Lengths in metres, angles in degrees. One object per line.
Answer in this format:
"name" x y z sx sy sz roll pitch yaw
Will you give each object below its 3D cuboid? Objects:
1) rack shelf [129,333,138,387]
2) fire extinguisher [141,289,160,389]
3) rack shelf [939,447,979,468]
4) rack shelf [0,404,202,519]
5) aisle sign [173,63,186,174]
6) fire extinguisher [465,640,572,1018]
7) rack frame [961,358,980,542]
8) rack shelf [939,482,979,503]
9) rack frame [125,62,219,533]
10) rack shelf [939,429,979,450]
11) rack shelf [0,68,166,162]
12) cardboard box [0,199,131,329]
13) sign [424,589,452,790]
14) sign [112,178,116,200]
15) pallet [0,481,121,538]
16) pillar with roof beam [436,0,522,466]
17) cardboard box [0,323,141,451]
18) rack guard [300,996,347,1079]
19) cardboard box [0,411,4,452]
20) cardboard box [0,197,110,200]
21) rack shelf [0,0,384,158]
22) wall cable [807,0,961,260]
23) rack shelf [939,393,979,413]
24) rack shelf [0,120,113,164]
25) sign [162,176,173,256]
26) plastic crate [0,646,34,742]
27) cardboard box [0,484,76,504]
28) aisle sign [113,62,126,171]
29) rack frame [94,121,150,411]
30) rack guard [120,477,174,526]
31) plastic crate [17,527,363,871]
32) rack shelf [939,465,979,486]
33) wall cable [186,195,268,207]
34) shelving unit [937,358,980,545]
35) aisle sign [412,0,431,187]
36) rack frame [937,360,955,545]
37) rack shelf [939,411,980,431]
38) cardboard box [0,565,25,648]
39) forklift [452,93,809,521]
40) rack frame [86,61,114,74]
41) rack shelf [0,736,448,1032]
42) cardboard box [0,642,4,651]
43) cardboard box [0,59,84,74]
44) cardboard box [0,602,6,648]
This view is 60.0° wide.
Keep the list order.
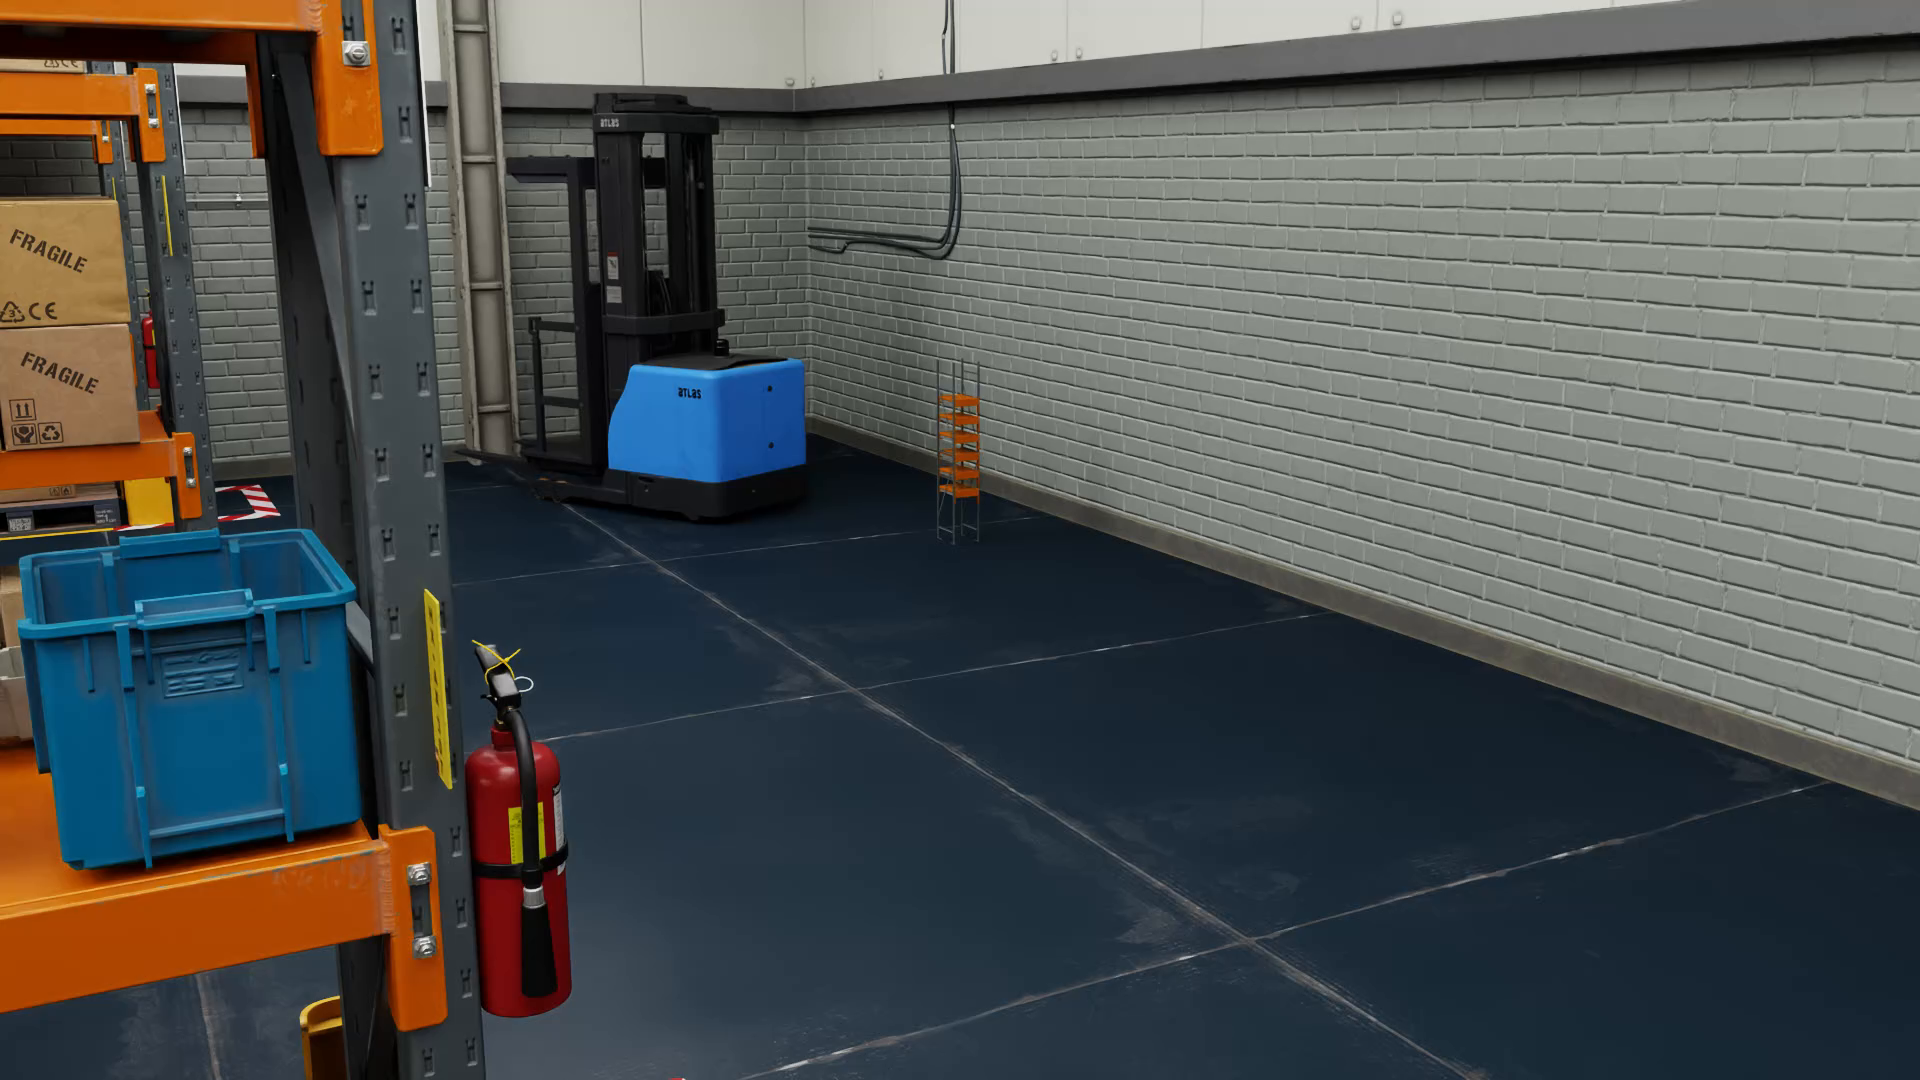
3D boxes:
"rack shelf" -7.657 -1.122 10.901 4.000 0.370 1.077 -7 14 -28
"fire extinguisher" -5.548 -1.391 11.482 0.183 0.674 0.296 -7 14 -28
"rack shelf" -0.013 -0.540 10.980 0.180 0.103 0.258 -7 14 -28
"rack shelf" -5.280 -0.168 6.661 4.000 0.370 1.077 -7 14 -28
"aisle sign" -3.318 -1.945 7.001 0.004 0.787 0.394 -7 14 -28
"fire extinguisher" -0.804 0.517 3.004 0.183 0.674 0.296 -7 14 -28
"rack frame" 0.068 -0.593 11.013 0.006 1.200 0.240 -7 14 -28
"rack shelf" -0.013 -0.306 11.033 0.180 0.103 0.258 -7 14 -28
"rack frame" -3.525 -0.729 7.517 0.127 3.000 1.000 -7 14 -28
"rack shelf" -0.013 -0.658 10.954 0.180 0.103 0.258 -7 14 -28
"rack shelf" -5.280 -1.631 6.331 4.000 0.370 1.077 -7 14 -28
"cardboard box" -3.783 -1.166 6.952 0.500 0.500 0.500 -7 14 -28
"sign" -0.877 0.251 2.792 0.005 0.325 0.100 -7 14 -28
"sign" -5.654 -2.258 11.133 0.005 0.325 0.100 -7 14 -28
"pallet" -6.566 -0.224 11.622 1.213 0.211 1.003 -7 14 -28
"pillar with roof beam" -1.883 -4.231 9.415 0.400 9.000 9.100 -7 14 -28
"cardboard box" -3.787 -0.678 7.063 0.500 0.500 0.500 -6 14 -26
"rack guard" -1.140 1.440 3.570 0.348 0.500 1.175 -7 14 -28
"cardboard box" -4.241 -0.623 6.818 0.500 0.500 0.500 -7 14 -27
"cardboard box" -4.040 -1.270 7.414 0.500 0.500 0.500 -6 14 -26
"rack shelf" -2.910 -0.676 2.088 4.000 0.370 1.077 -7 14 -28
"wall cable" -0.766 -3.621 13.777 0.112 2.526 3.097 -7 14 -28
"rack shelf" -0.013 -0.892 10.901 0.180 0.103 0.258 -7 14 -28
"rack shelf" -7.657 -2.585 10.572 4.000 0.370 1.077 -7 14 -28
"sign" -3.276 -1.339 6.870 0.005 0.325 0.100 -7 14 -28
"plastic crate" -1.850 0.306 3.383 0.298 0.136 0.250 -7 14 -28
"cardboard box" -6.468 -0.576 11.572 0.500 0.500 0.700 -7 14 -28
"aisle sign" -5.694 -2.901 11.248 0.004 0.787 0.394 -7 14 -28
"rack frame" -5.901 -1.683 11.757 0.127 3.000 1.000 -7 14 -28
"rack guard" -5.880 -0.466 12.043 0.348 0.500 1.175 -7 14 -28
"plastic crate" -1.359 0.251 2.946 0.499 0.435 0.616 -7 14 -28
"rack shelf" -0.013 -0.423 11.007 0.180 0.103 0.258 -7 14 -28
"wall cable" -5.231 -2.496 13.054 1.851 1.984 0.084 -7 14 -28
"shelving unit" -0.013 -0.584 10.971 0.189 1.200 0.258 -7 14 -28
"aisle sign" -0.951 -0.993 2.771 0.004 0.787 0.394 -7 14 -28
"rack frame" -0.093 -0.574 10.928 0.006 1.200 0.240 -7 14 -28
"rack shelf" -0.013 -0.775 10.928 0.180 0.103 0.258 -7 14 -28
"cardboard box" -3.884 0.381 7.278 0.500 0.500 0.500 -7 14 -28
"forklift" -2.613 -1.792 12.395 3.031 2.935 1.130 9 15 34
"rack frame" -5.901 -4.610 11.098 0.127 3.000 1.000 -7 14 -28
"rack shelf" -2.910 0.787 2.417 4.000 0.370 1.077 -7 14 -28
"cardboard box" -4.282 0.569 7.202 0.250 0.166 0.380 -7 14 -28
"cardboard box" -3.849 -2.014 6.738 0.500 0.250 0.500 -7 14 -28
"cardboard box" -4.577 0.453 7.525 0.500 0.250 0.500 -7 14 -28
